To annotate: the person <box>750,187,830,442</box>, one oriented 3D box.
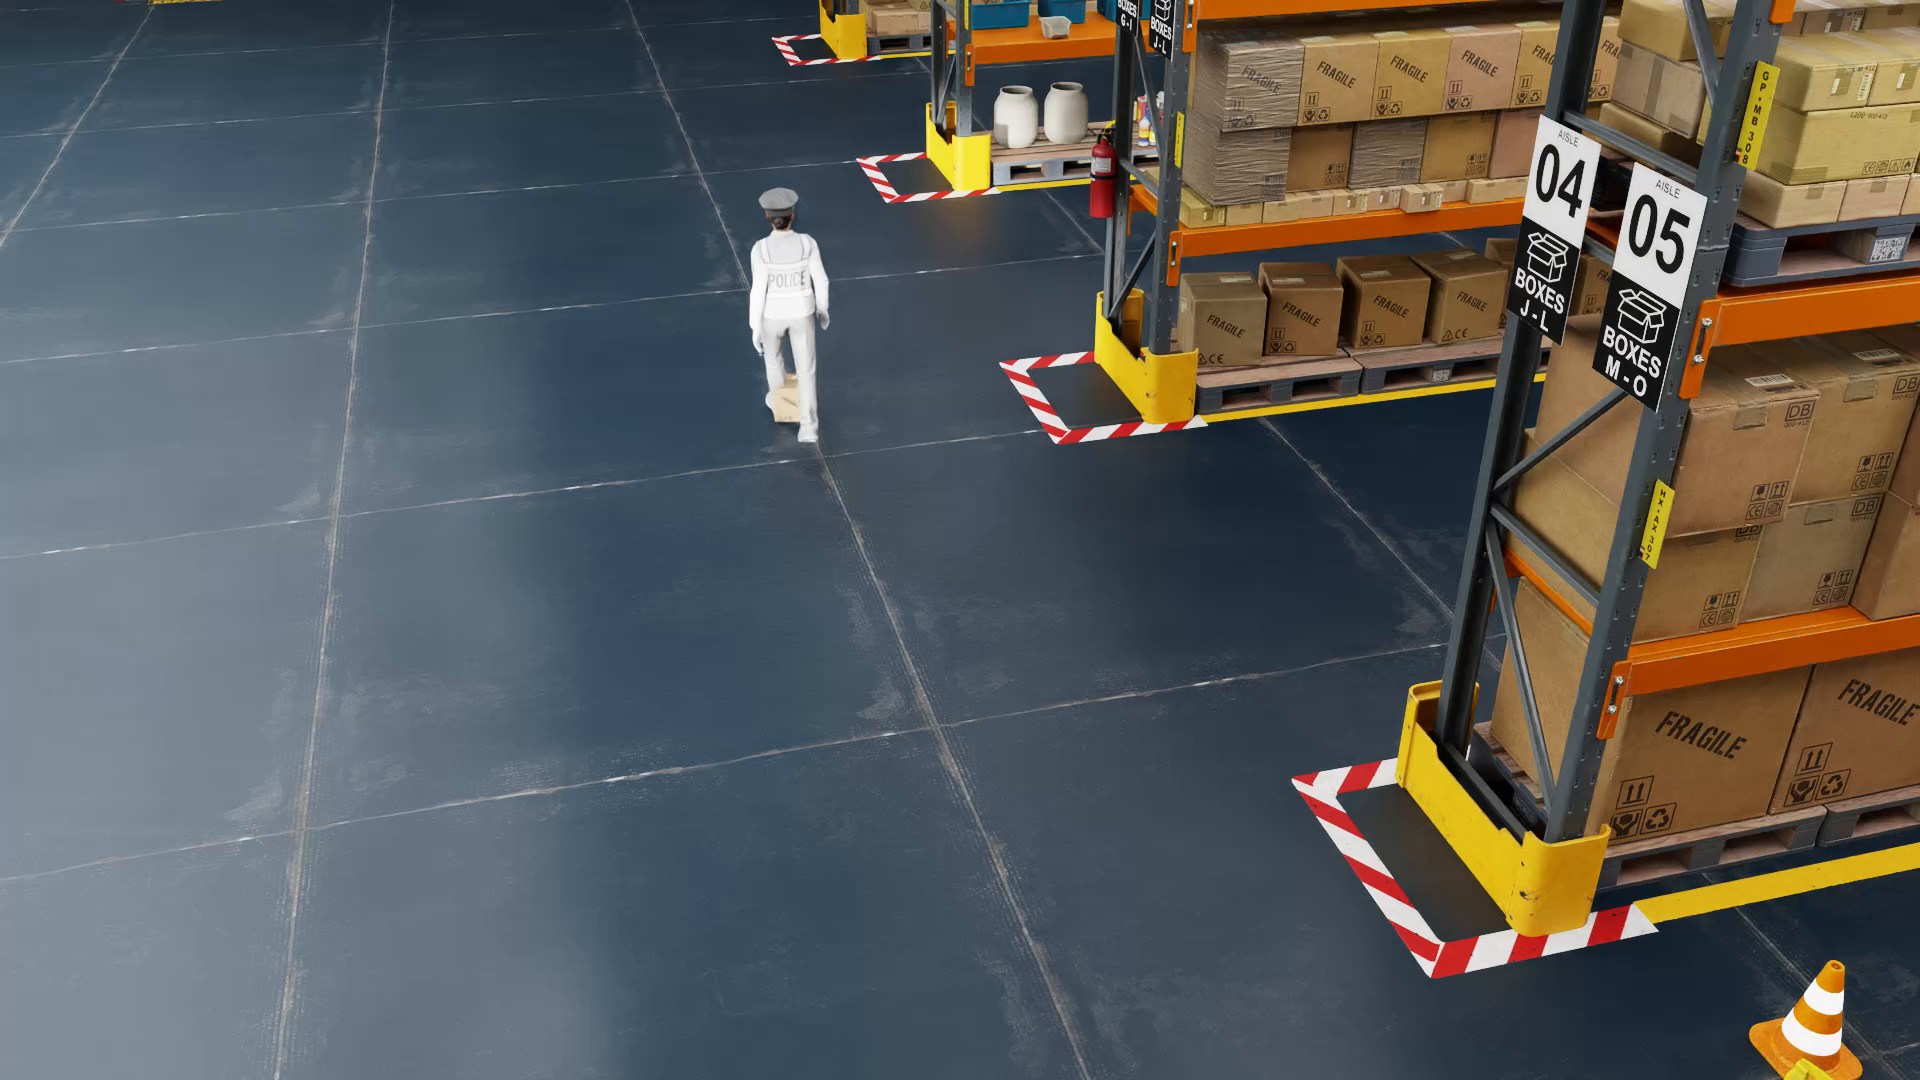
[{"bbox_3d":[-1.089,-1.433,10.664,0.530,1.619,0.984,-6,31,-10],"label":"person"}]
